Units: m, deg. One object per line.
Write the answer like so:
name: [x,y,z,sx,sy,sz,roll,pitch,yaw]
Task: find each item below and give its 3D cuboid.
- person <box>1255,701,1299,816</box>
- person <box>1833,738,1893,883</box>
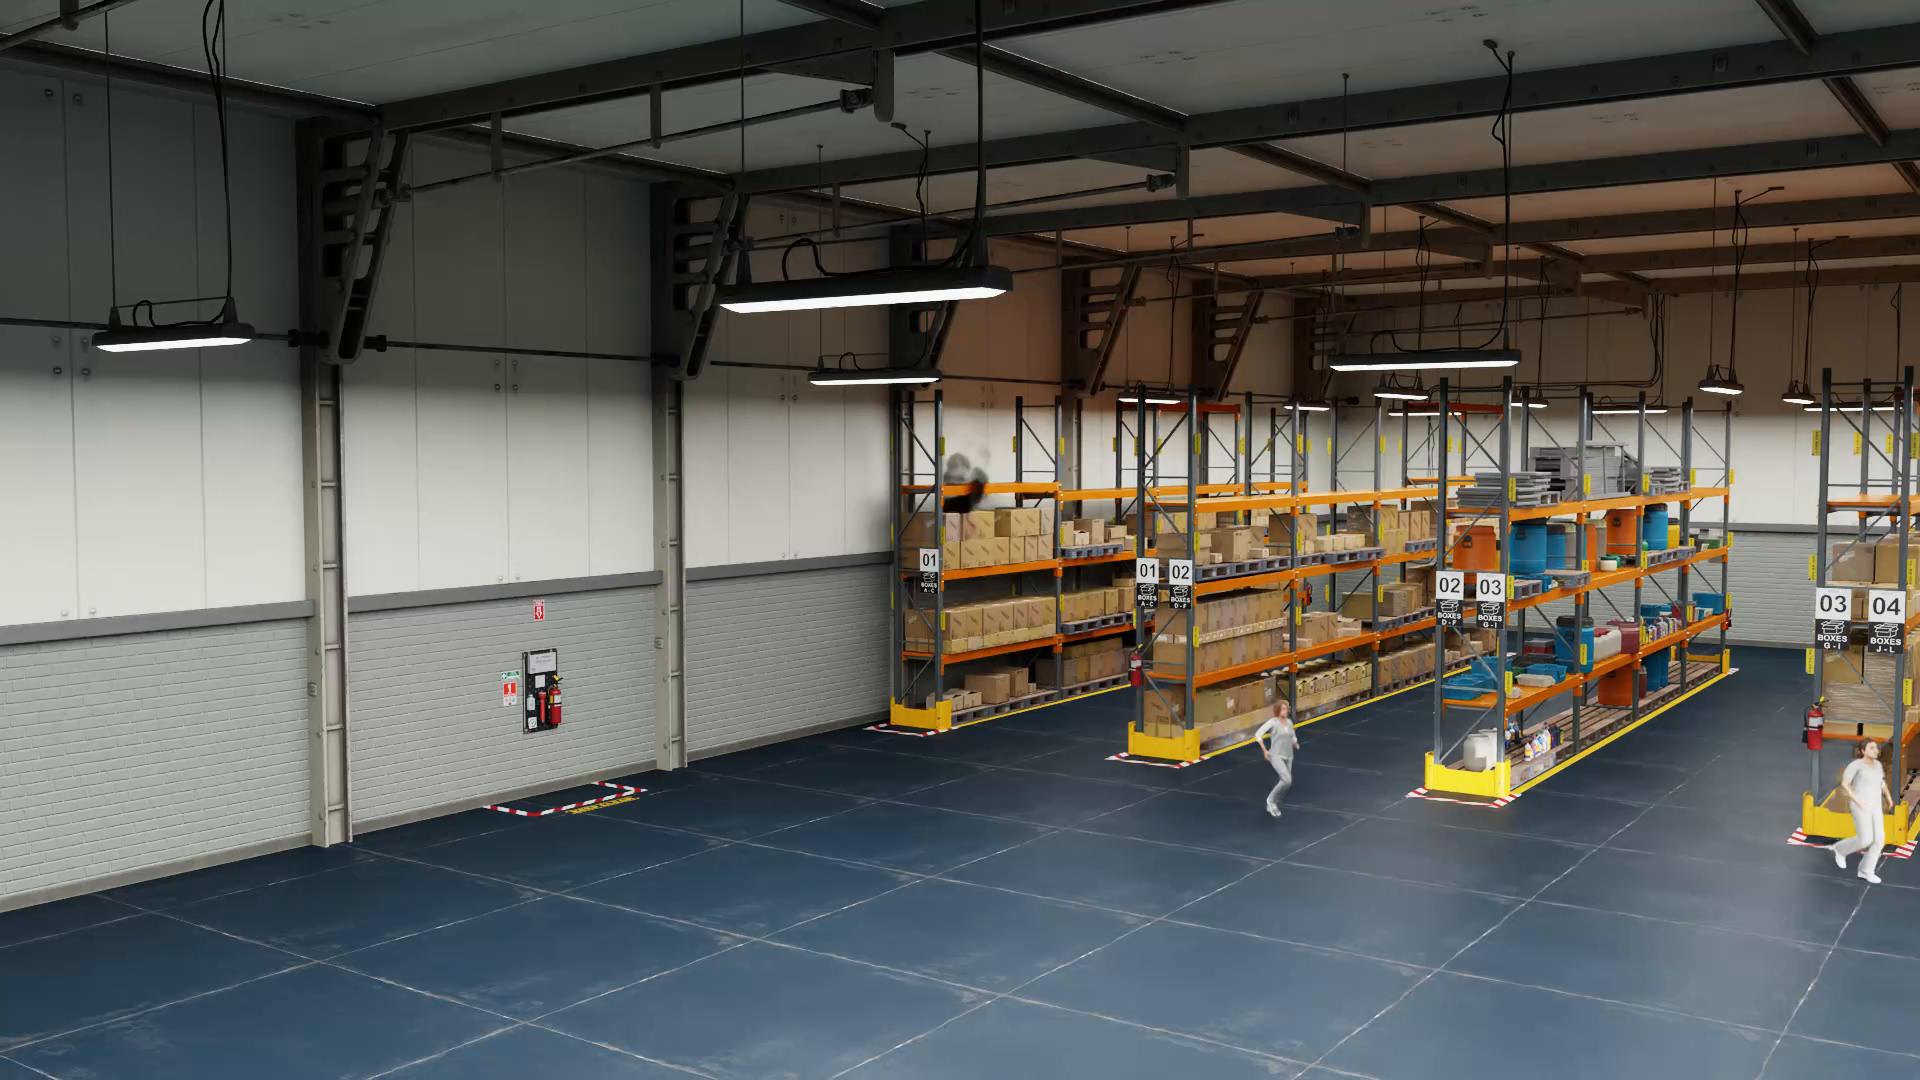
person: [4.316,2.947,22.325,0.513,1.566,0.621,-2,4,-31]
person: [10.482,3.102,19.298,0.586,1.645,0.615,-1,3,-14]
